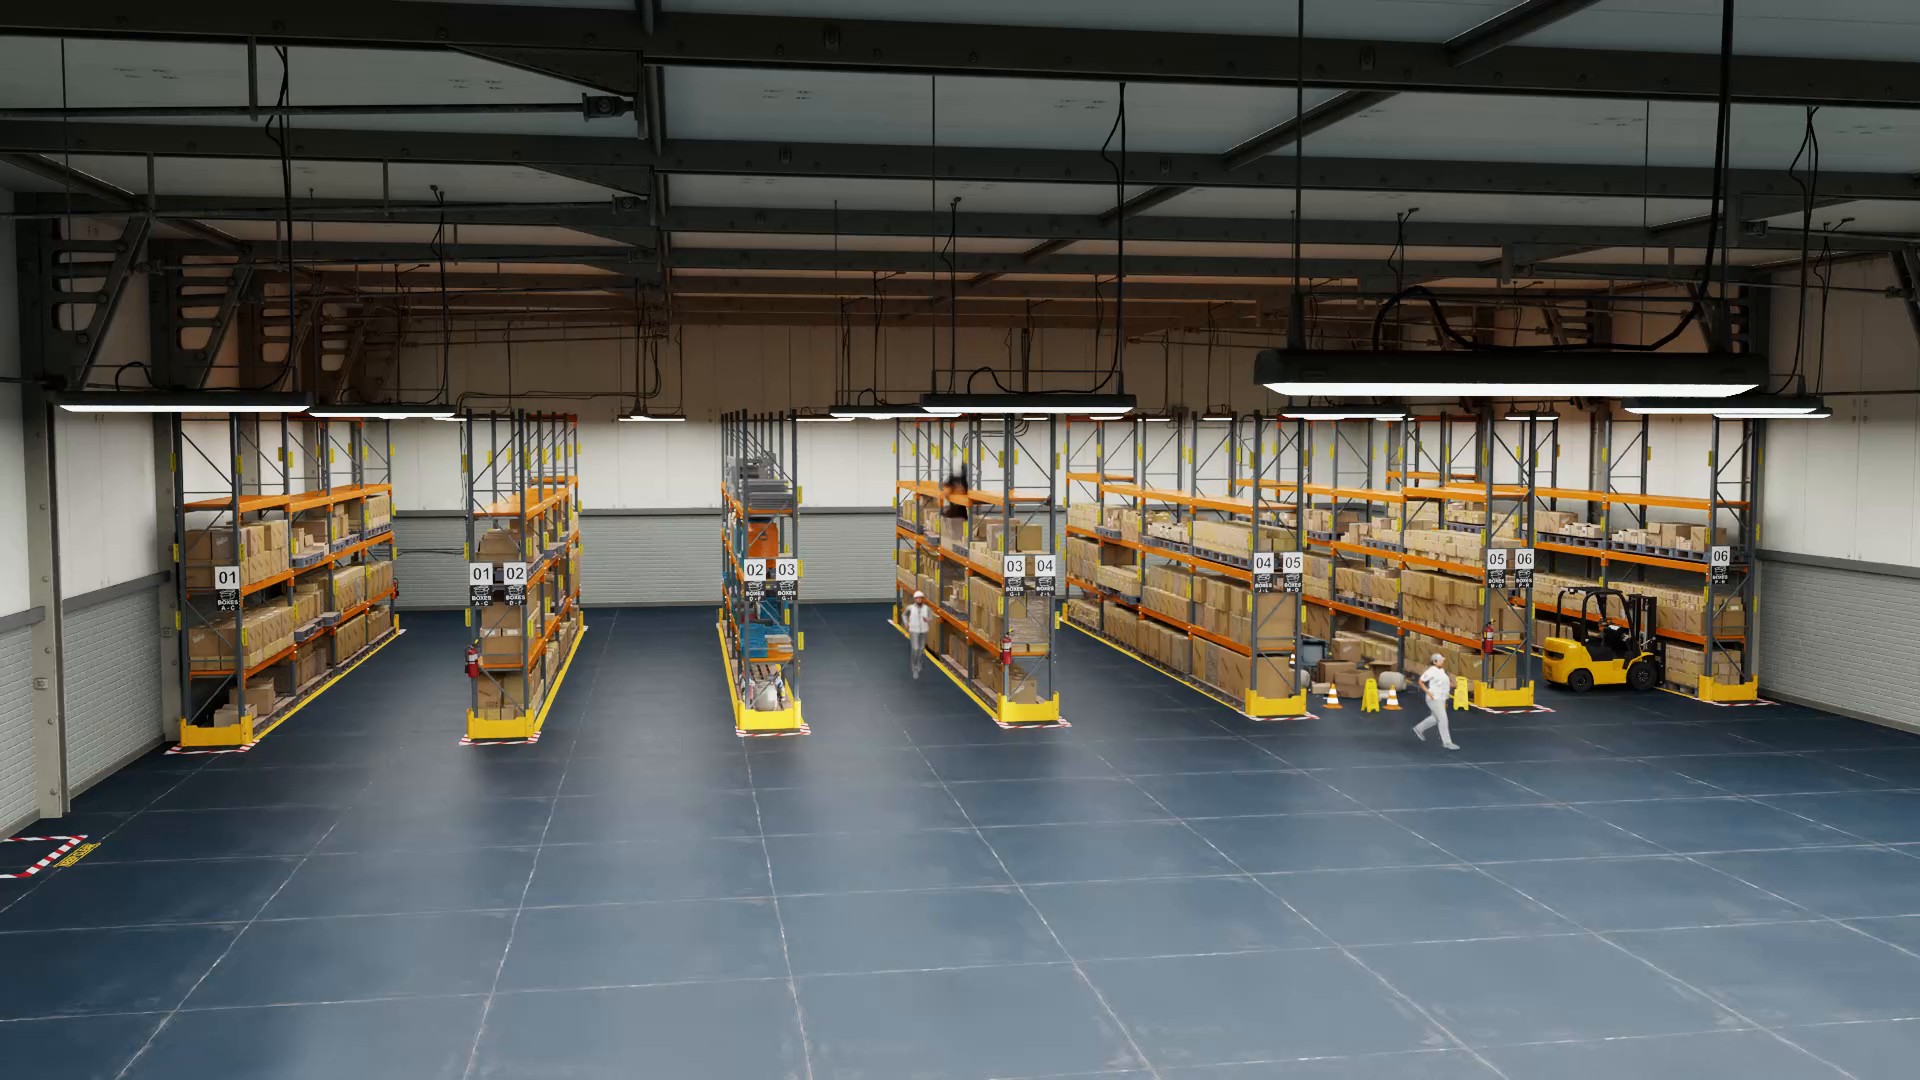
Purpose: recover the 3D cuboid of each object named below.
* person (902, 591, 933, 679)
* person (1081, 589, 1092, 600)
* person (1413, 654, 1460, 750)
[{"bbox_3d":[-0.899,2.053,36.135,0.624,1.892,0.726,-1,4,-16],"label":"person"},{"bbox_3d":[3.766,1.418,50.054,1.018,1.569,0.662,3,5,32],"label":"person"},{"bbox_3d":[8.428,2.826,29.402,0.930,1.647,0.610,3,5,40],"label":"person"}]
